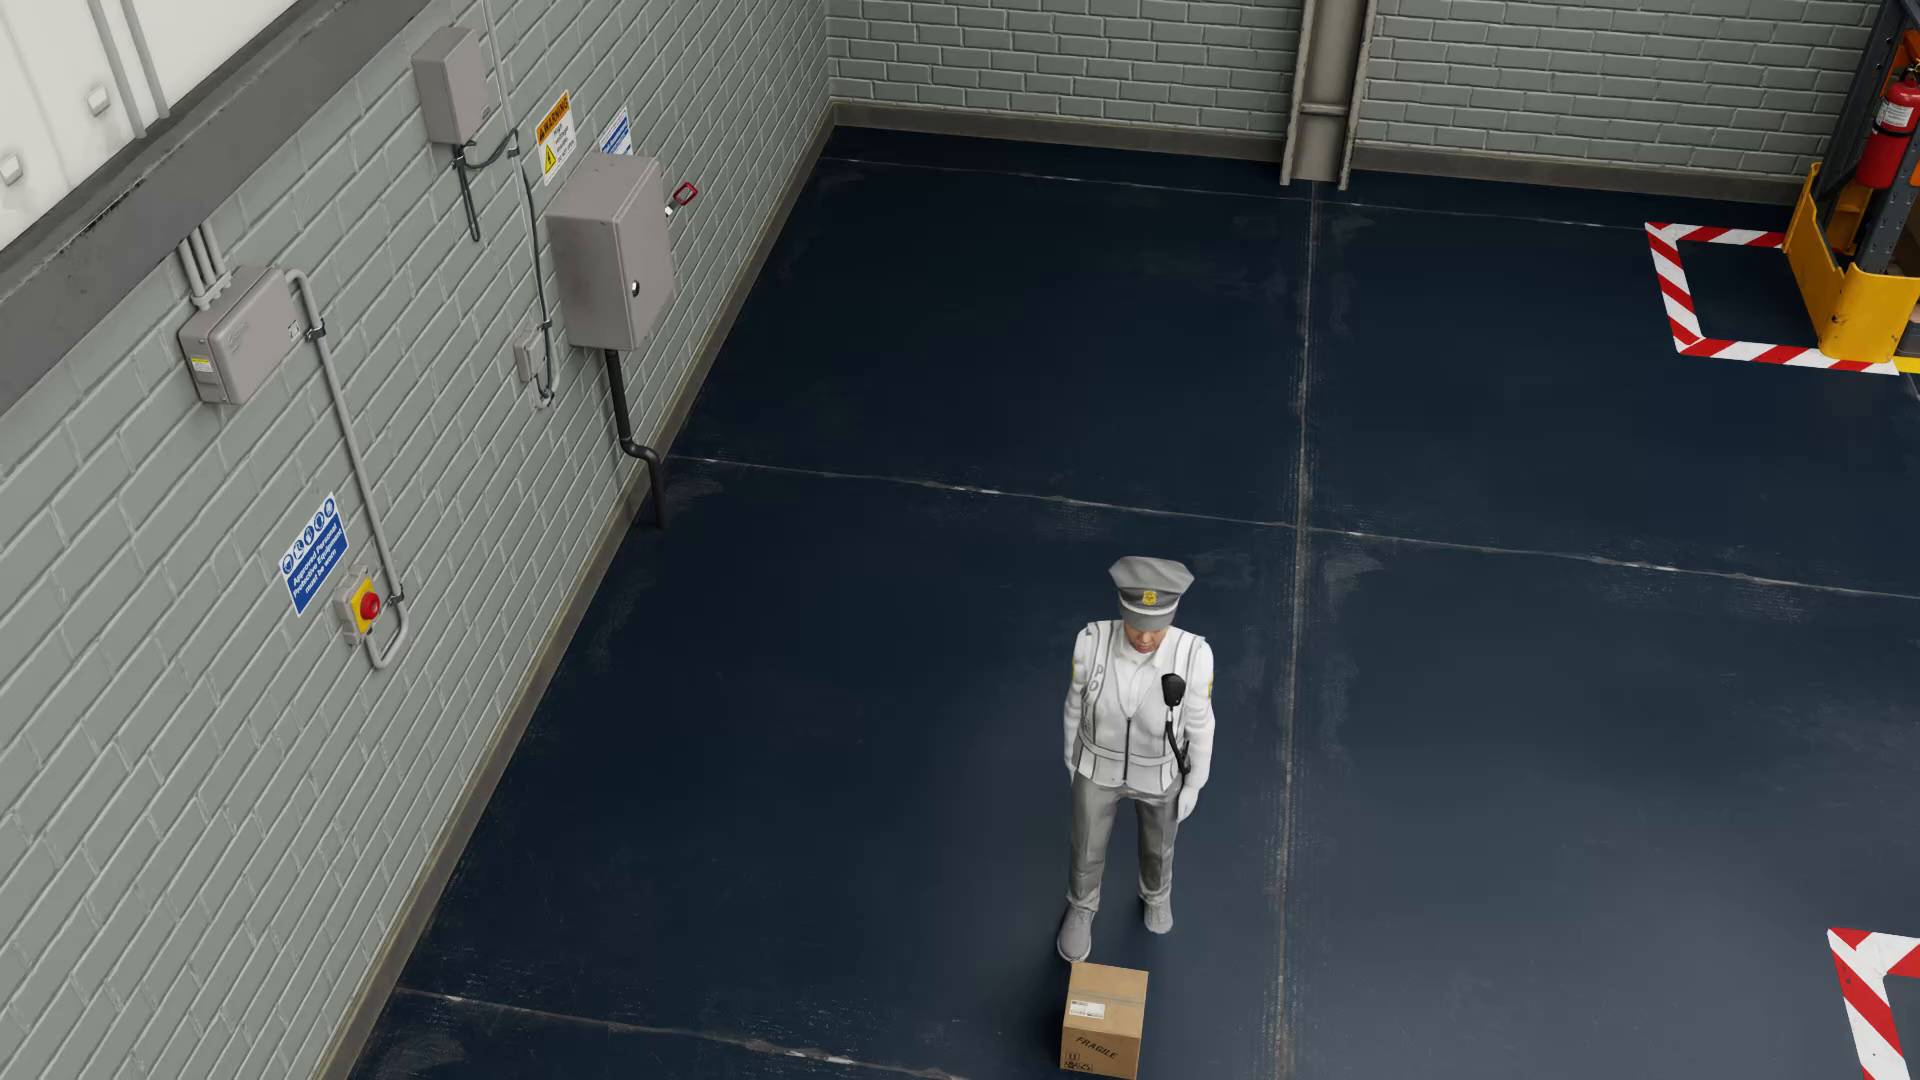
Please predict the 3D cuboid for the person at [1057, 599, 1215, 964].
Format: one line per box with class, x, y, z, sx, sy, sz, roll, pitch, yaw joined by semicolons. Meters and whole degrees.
person;0.555;0.754;5.340;0.473;1.719;0.405;7;41;9
